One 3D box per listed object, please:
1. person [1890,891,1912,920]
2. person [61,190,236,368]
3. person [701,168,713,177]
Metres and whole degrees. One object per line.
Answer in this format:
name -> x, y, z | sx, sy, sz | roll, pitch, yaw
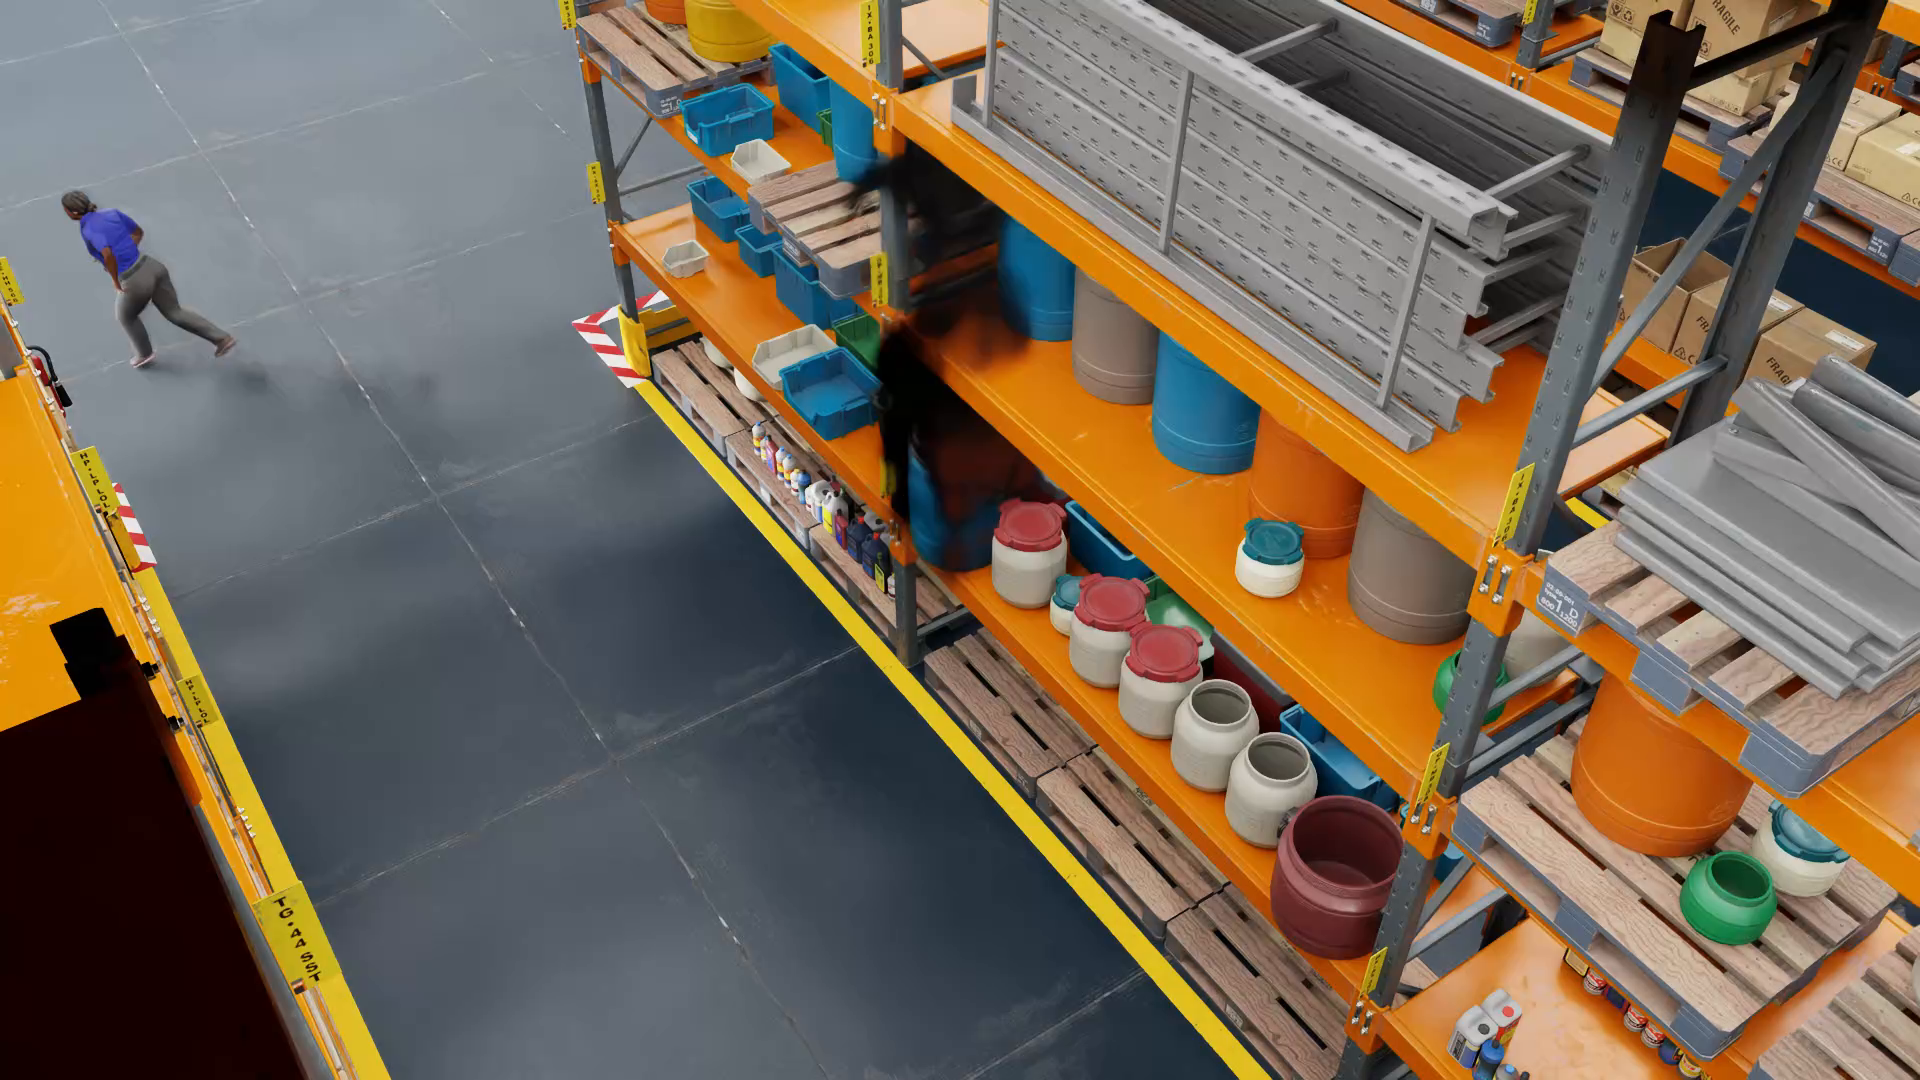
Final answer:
person -> 4.966, 1.663, 8.681 | 0.653, 1.731, 0.569 | -26, 48, -25
person -> -6.179, -1.934, 12.734 | 0.976, 1.616, 0.611 | 2, 43, 3
person -> -1.702, -2.994, 13.835 | 1.007, 1.682, 0.697 | -3, 43, -3
